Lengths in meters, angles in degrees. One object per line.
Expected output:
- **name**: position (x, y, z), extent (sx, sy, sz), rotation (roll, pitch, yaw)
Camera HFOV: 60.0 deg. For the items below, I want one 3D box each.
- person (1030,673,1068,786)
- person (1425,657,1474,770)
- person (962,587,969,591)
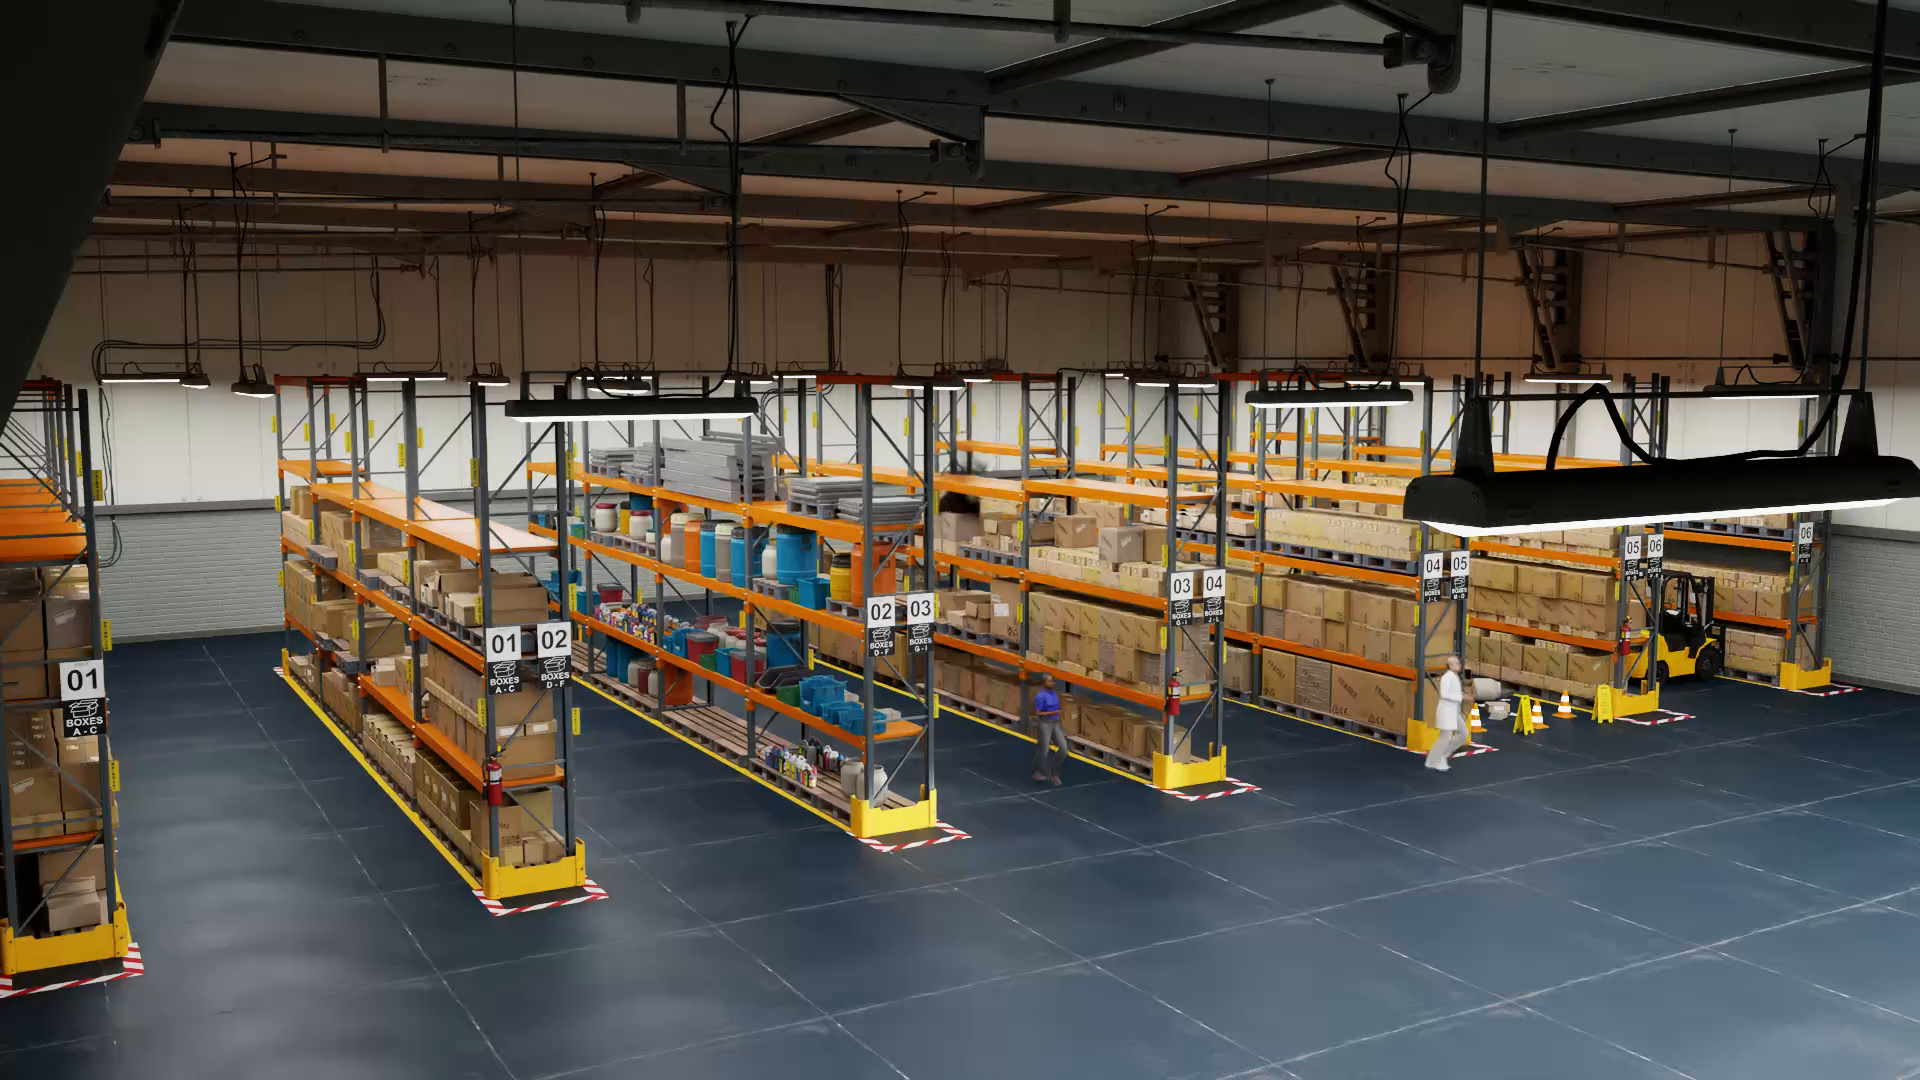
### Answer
- **person**: position (1.336, 2.823, 24.678), extent (0.553, 1.699, 0.681), rotation (-5, 8, -41)
- **person**: position (7.595, 2.674, 25.599), extent (0.691, 1.762, 0.716), rotation (4, 8, 34)
- **person**: position (0.103, 1.781, 34.384), extent (0.482, 1.623, 0.734), rotation (-4, 8, -35)
